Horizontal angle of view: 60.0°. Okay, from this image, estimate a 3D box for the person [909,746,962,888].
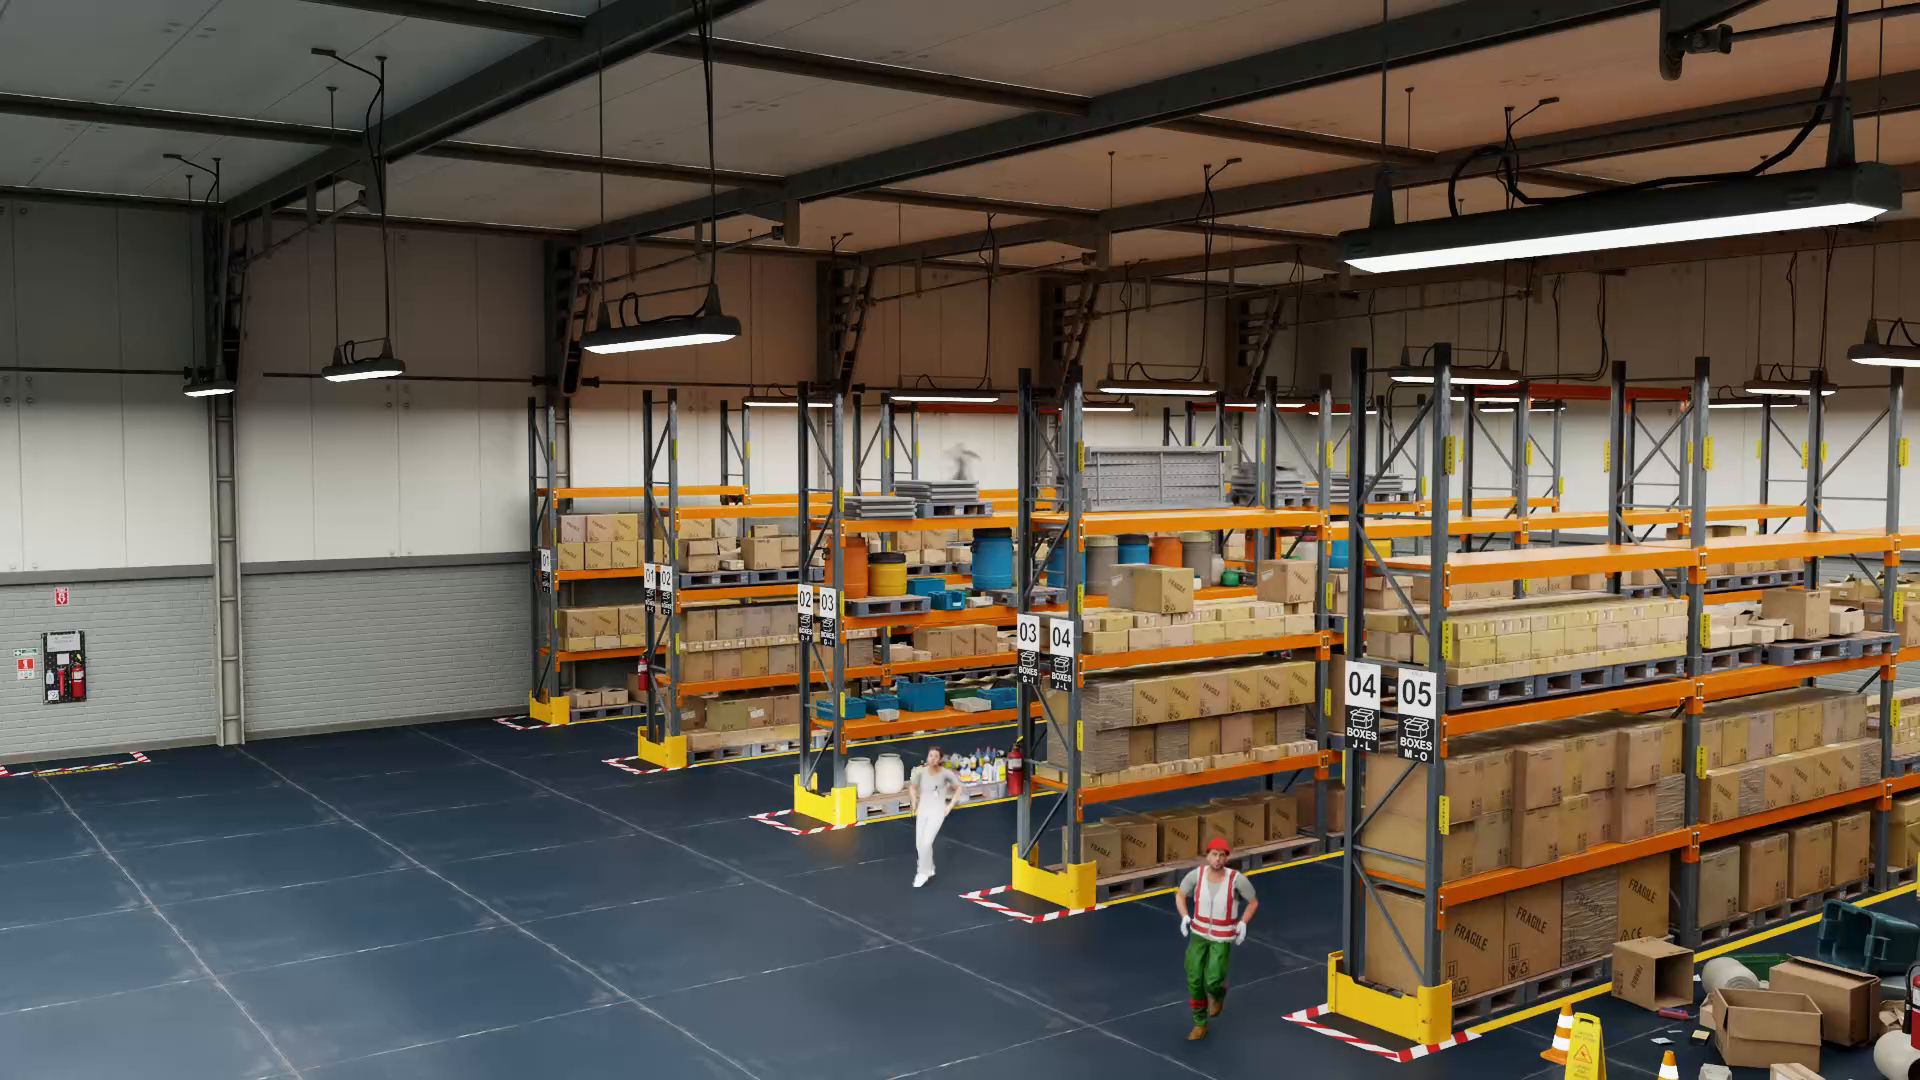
[{"bbox_3d":[-0.315,3.196,19.266,0.587,1.651,0.647,2,4,25],"label":"person"}]

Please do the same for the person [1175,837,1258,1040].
[{"bbox_3d":[2.211,3.452,14.487,0.706,1.754,0.607,1,4,23],"label":"person"}]
